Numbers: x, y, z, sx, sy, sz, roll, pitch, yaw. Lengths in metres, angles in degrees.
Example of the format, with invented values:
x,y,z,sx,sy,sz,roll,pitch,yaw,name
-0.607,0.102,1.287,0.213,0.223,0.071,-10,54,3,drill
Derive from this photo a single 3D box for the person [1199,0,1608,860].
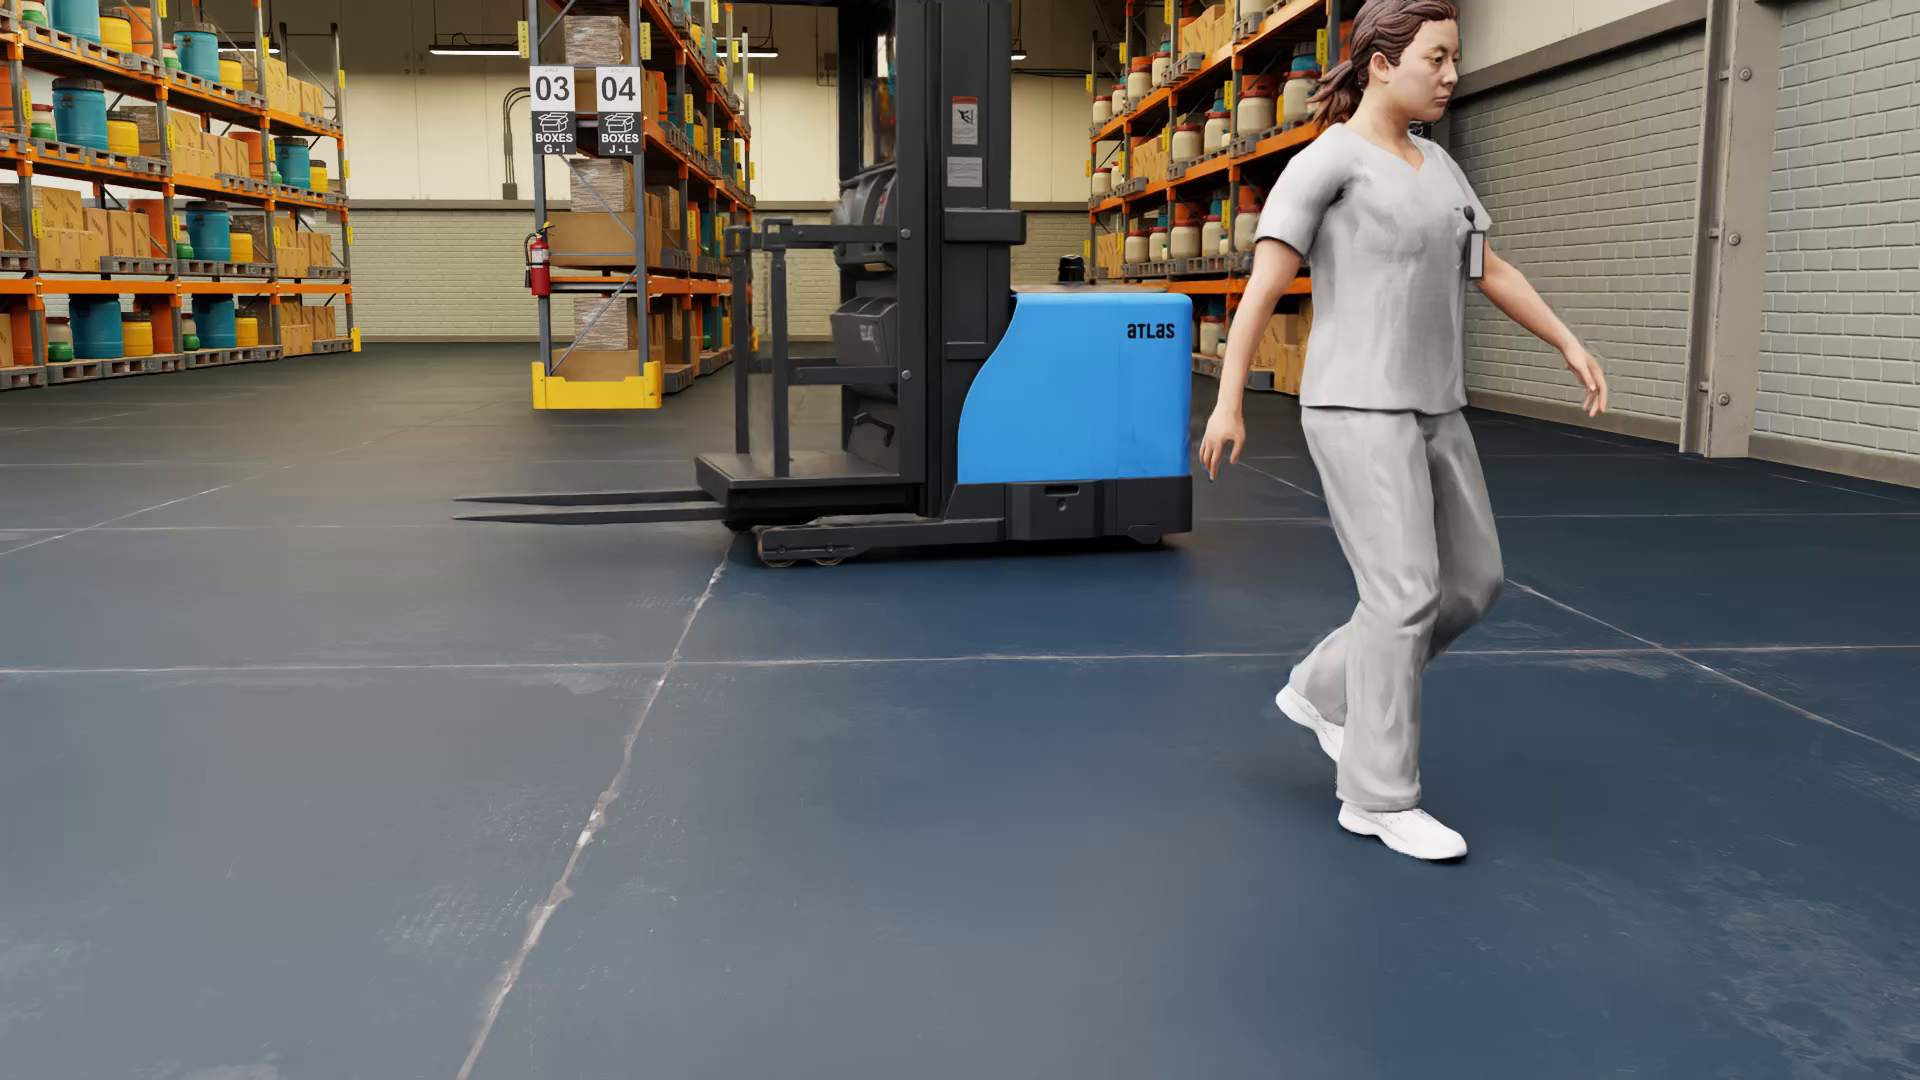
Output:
x,y,z,sx,sy,sz,roll,pitch,yaw,name
0.831,-0.241,3.310,0.718,1.660,0.620,-7,11,-40,person

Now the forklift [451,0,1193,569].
x,y,z,sx,sy,sz,roll,pitch,yaw,name
-0.586,-1.423,6.914,3.031,2.935,1.130,-2,9,-16,forklift
